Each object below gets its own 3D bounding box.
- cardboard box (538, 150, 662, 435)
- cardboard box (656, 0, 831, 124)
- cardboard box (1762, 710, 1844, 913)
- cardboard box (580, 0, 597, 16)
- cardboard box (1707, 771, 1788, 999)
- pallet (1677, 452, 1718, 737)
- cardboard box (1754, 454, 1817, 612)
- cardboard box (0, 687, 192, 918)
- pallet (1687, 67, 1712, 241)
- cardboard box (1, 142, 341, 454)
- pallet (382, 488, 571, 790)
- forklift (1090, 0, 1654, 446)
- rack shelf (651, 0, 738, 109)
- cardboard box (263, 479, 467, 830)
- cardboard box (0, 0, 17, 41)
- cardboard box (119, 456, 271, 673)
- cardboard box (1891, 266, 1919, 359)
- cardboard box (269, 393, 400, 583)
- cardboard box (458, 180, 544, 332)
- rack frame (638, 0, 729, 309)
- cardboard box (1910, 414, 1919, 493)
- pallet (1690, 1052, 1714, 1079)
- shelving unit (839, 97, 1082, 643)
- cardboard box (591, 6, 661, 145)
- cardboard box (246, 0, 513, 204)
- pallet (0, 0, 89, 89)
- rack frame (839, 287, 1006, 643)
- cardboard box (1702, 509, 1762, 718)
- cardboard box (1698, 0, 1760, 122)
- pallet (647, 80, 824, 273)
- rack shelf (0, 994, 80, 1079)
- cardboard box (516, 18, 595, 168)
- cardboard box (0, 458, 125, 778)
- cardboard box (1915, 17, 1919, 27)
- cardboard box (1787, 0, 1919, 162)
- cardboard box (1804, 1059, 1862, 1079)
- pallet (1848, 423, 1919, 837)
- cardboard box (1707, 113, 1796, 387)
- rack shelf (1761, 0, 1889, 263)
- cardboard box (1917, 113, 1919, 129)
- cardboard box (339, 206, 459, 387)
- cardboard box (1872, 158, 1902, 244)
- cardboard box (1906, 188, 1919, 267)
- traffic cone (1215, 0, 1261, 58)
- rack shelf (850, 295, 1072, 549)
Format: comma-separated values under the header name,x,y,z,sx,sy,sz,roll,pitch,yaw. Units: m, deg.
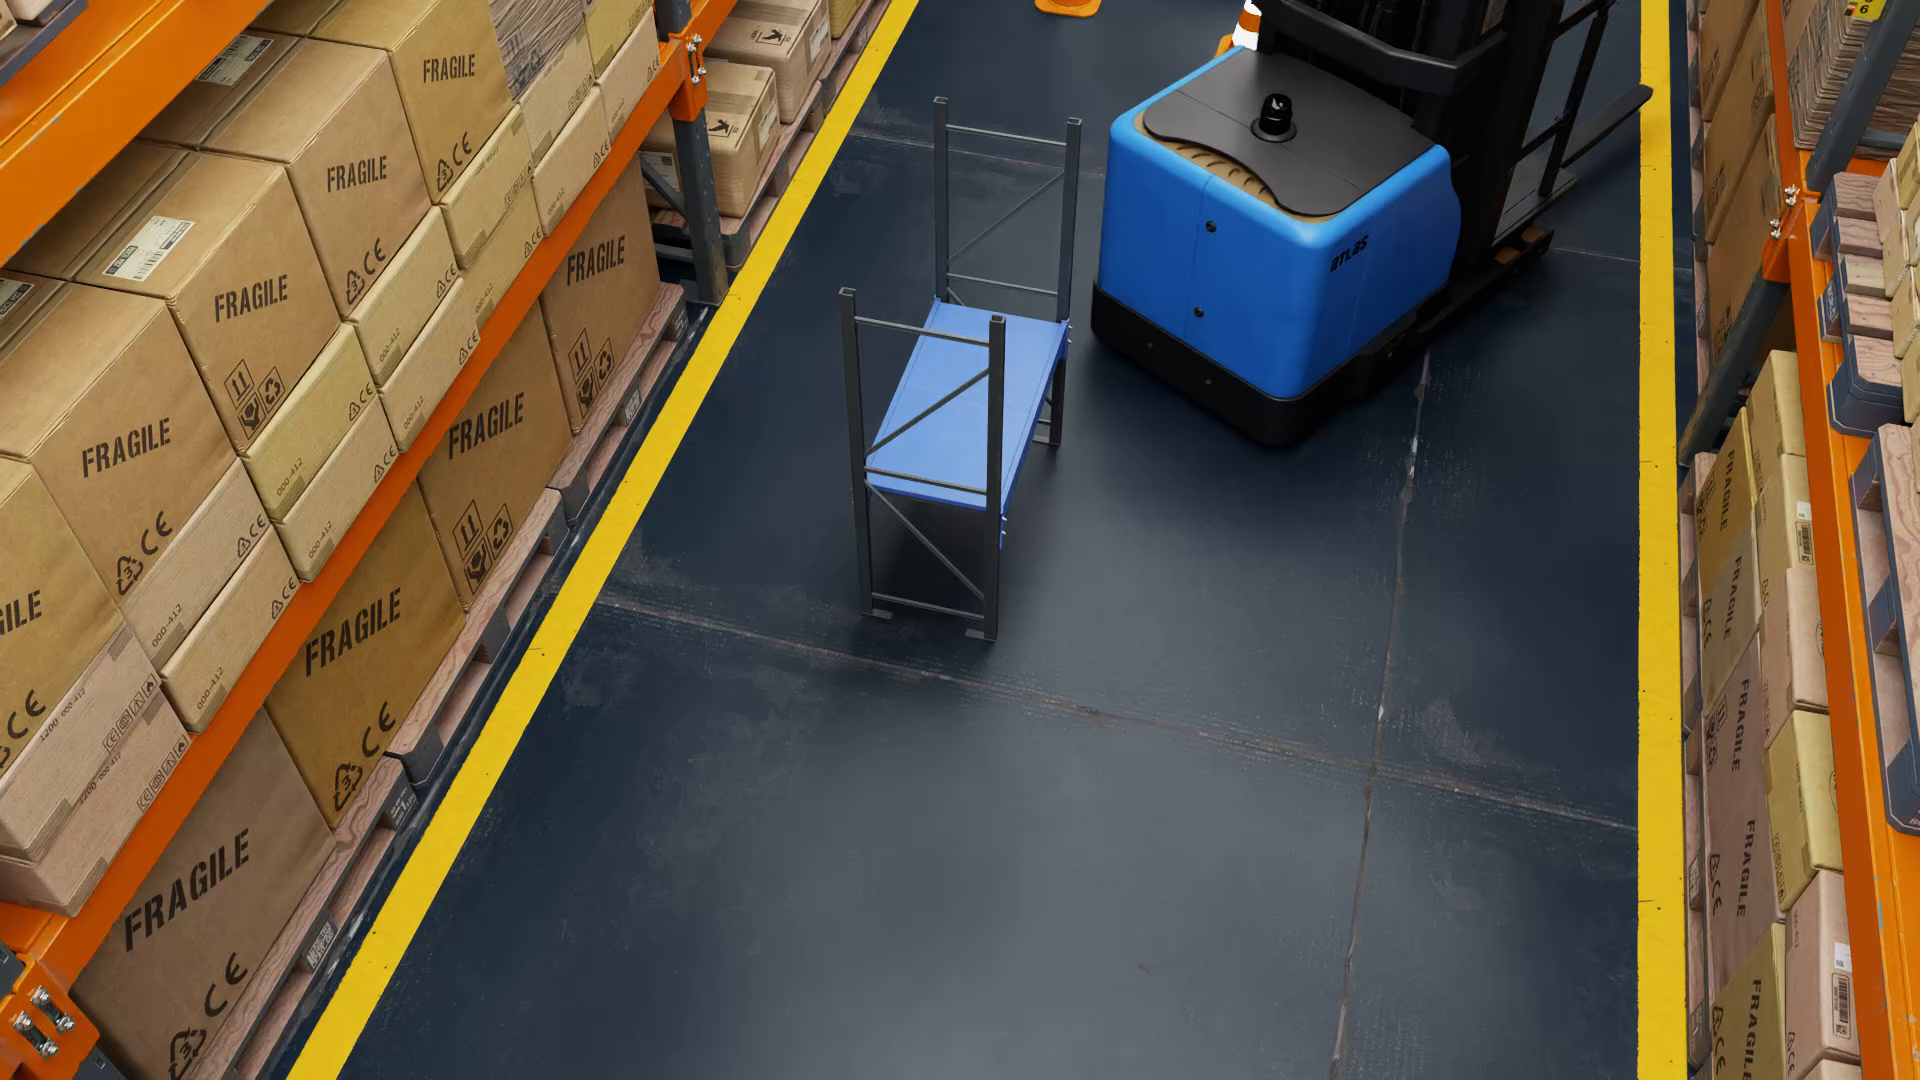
name,x,y,z,sx,sy,sz,roll,pitch,yaw
cardboard box,-1.759,-1.080,6.339,0.875,0.875,0.875,11,50,10
cardboard box,-1.153,-2.338,7.786,0.950,0.372,0.625,11,49,9
cardboard box,2.478,0.767,4.459,0.500,0.250,0.500,10,49,8
cardboard box,-1.381,-2.065,5.339,0.500,0.500,0.500,10,49,9
cardboard box,2.478,1.032,4.726,0.500,0.500,0.500,11,49,9
pallet,3.098,0.264,5.876,1.003,0.211,1.213,12,50,10
cardboard box,2.756,0.035,5.106,0.500,0.250,0.500,11,49,10
cardboard box,-2.180,0.550,3.864,0.500,0.250,0.500,11,49,9
pallet,3.908,-1.736,7.641,1.003,0.211,1.213,12,50,10
cardboard box,-1.915,-0.595,4.041,0.500,0.500,0.500,10,49,9
pallet,-2.101,0.231,5.906,1.003,0.211,1.213,12,50,10
forklift,1.950,-2.330,6.352,3.031,2.935,1.130,-36,58,-28
rack shelf,-0.971,-3.336,7.673,1.077,0.370,4.000,12,50,10
cardboard box,-2.234,0.211,5.200,0.875,0.875,0.875,13,50,11
cardboard box,-2.039,-0.979,2.766,0.500,0.500,0.500,11,49,9
cardboard box,-2.052,0.005,4.011,0.500,0.250,0.500,12,50,11
cardboard box,2.851,-0.606,4.672,0.380,0.149,0.250,14,50,12
cardboard box,-1.895,-0.192,4.519,0.500,0.250,0.500,11,50,10
cardboard box,-1.647,-0.927,5.167,0.500,0.250,0.500,11,50,10
rack frame,-1.497,-2.127,6.127,1.000,3.000,0.127,12,50,10
cardboard box,2.714,-0.217,4.329,0.380,0.149,0.250,13,50,11
pallet,2.455,2.029,4.318,1.003,0.211,1.213,12,50,10
shelving unit,0.022,-0.558,5.742,0.538,1.500,1.048,12,50,10
cardboard box,-1.380,-1.660,5.815,0.500,0.250,0.500,10,49,9
cardboard box,-1.645,-1.335,4.694,0.500,0.500,0.500,12,50,10
pallet,-2.357,-0.836,3.114,0.805,0.209,1.217,10,49,9
rack frame,-0.111,-0.190,5.418,0.500,1.500,0.032,12,50,10
cardboard box,2.743,0.291,5.380,0.500,0.500,0.500,12,50,10
cardboard box,4.023,-2.347,7.541,1.050,0.750,0.750,12,50,10
pallet,-1.290,-1.769,7.671,1.003,0.211,1.213,12,50,10
rack shelf,-3.077,2.451,2.566,1.077,0.370,4.000,12,50,10
cardboard box,-1.511,-1.471,5.314,0.500,0.250,0.500,10,49,9
cardboard box,-2.157,0.141,3.391,0.500,0.500,0.500,12,50,10
cardboard box,3.432,-1.910,5.201,0.700,0.500,0.500,11,50,10
cardboard box,3.164,-1.635,5.626,0.500,0.500,0.500,12,50,10
cardboard box,2.204,1.521,3.794,0.500,0.250,0.500,10,49,9
pallet,2.823,0.280,4.130,1.003,0.211,1.213,12,50,10
cardboard box,3.552,-1.040,6.388,1.050,0.750,0.750,11,49,10
rack shelf,3.831,-2.432,6.875,1.077,0.370,4.000,12,50,10
cardboard box,2.995,-1.177,4.779,0.380,0.149,0.250,12,50,10
cardboard box,-1.763,-0.721,4.652,0.500,0.250,0.500,10,49,9
cardboard box,2.992,-0.995,5.015,0.380,0.149,0.250,11,49,10
cardboard box,2.914,-0.871,4.707,0.380,0.149,0.250,14,50,12
traffic cone,1.468,-2.601,8.237,0.336,0.463,0.334,12,50,10
rack shelf,0.022,-0.439,5.877,0.538,0.185,1.000,12,50,10
